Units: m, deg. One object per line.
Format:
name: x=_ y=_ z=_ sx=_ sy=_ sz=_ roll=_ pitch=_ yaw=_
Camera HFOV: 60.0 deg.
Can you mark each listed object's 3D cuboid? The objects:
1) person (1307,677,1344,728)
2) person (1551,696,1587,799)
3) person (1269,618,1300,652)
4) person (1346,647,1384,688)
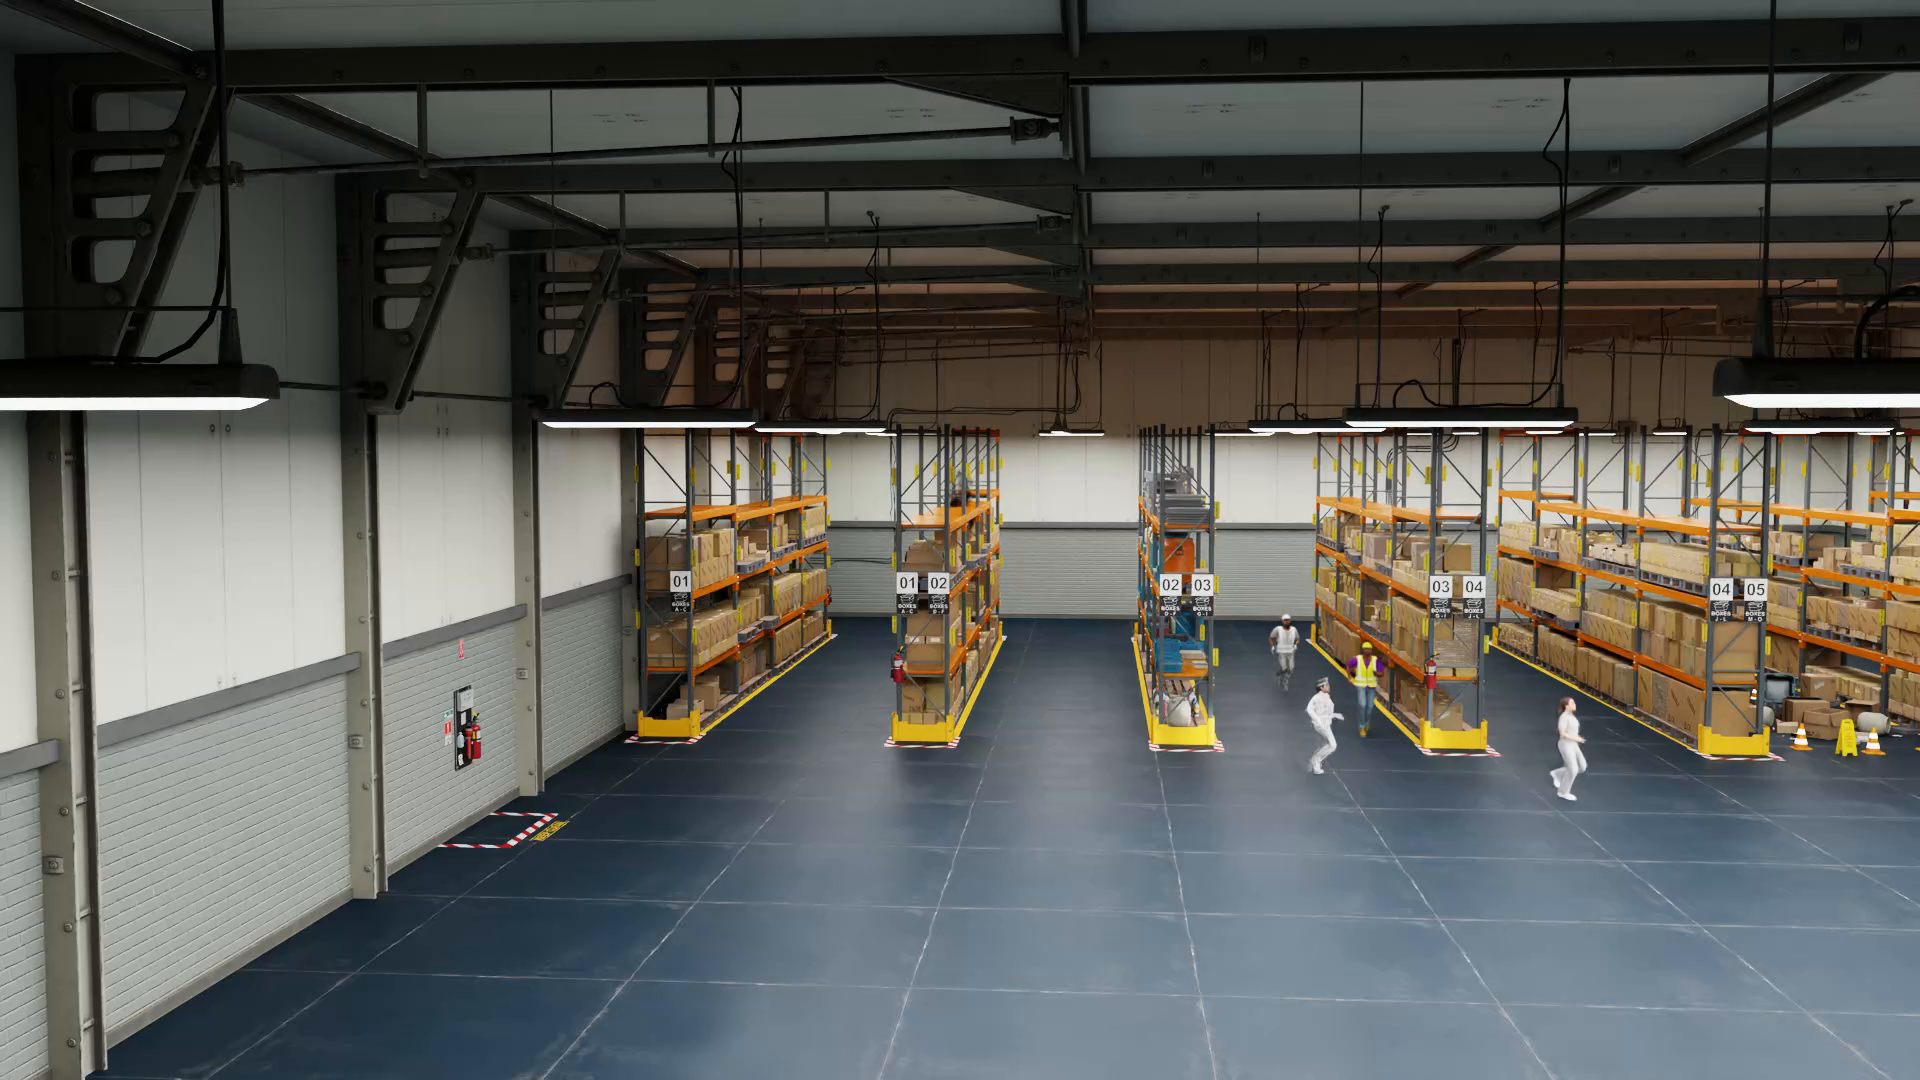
person: x=6.264 y=2.756 z=28.285 sx=0.499 sy=0.848 sz=0.560 roll=2 pitch=4 yaw=29
person: x=9.679 y=3.298 z=26.449 sx=0.578 sy=1.636 sz=0.601 roll=3 pitch=4 yaw=37
person: x=7.393 y=2.169 z=37.669 sx=0.691 sy=0.877 sz=0.534 roll=0 pitch=3 yaw=-5
person: x=7.860 y=2.433 z=32.132 sx=0.676 sy=0.855 sz=0.688 roll=0 pitch=3 yaw=1
